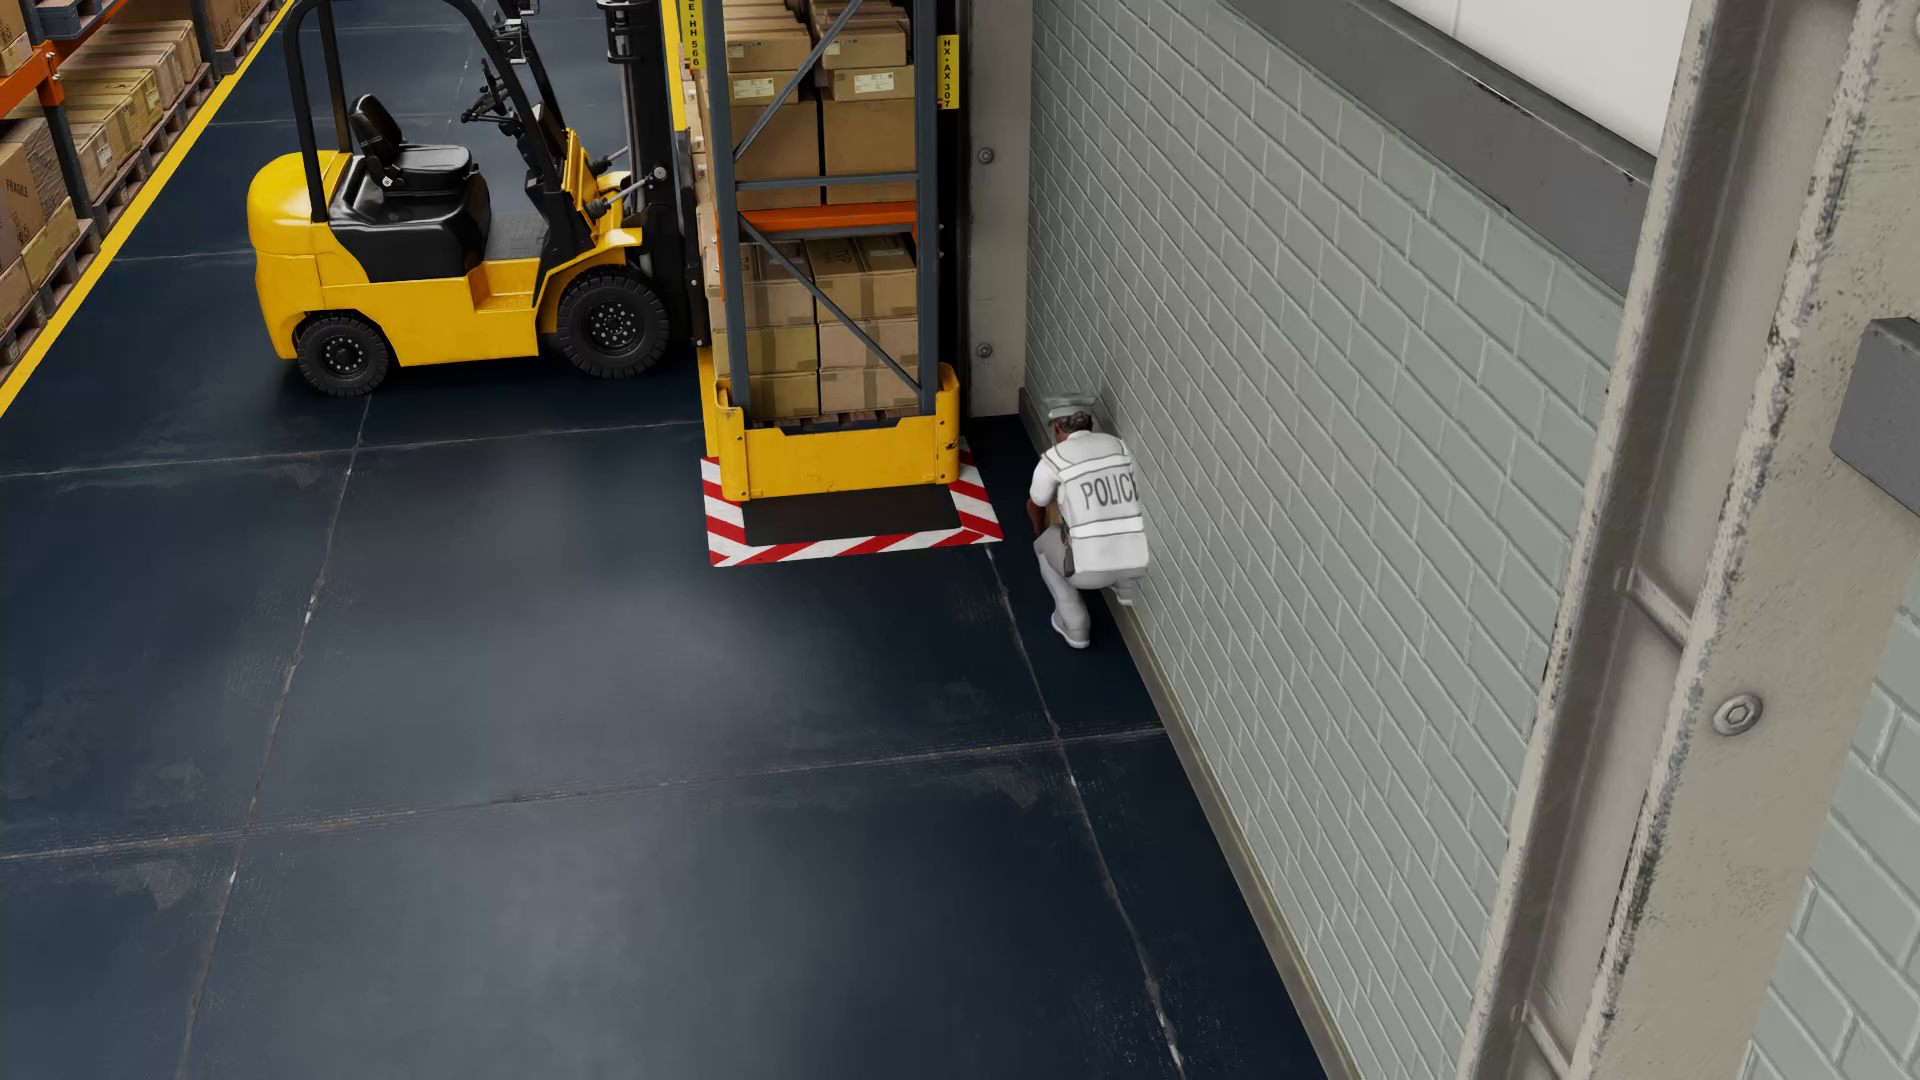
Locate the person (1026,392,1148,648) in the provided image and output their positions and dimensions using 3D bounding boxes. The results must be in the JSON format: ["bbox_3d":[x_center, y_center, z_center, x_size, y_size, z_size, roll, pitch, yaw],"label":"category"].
[{"bbox_3d":[0.552,-0.099,6.981,0.480,0.971,0.861,-5,31,-9],"label":"person"}]
